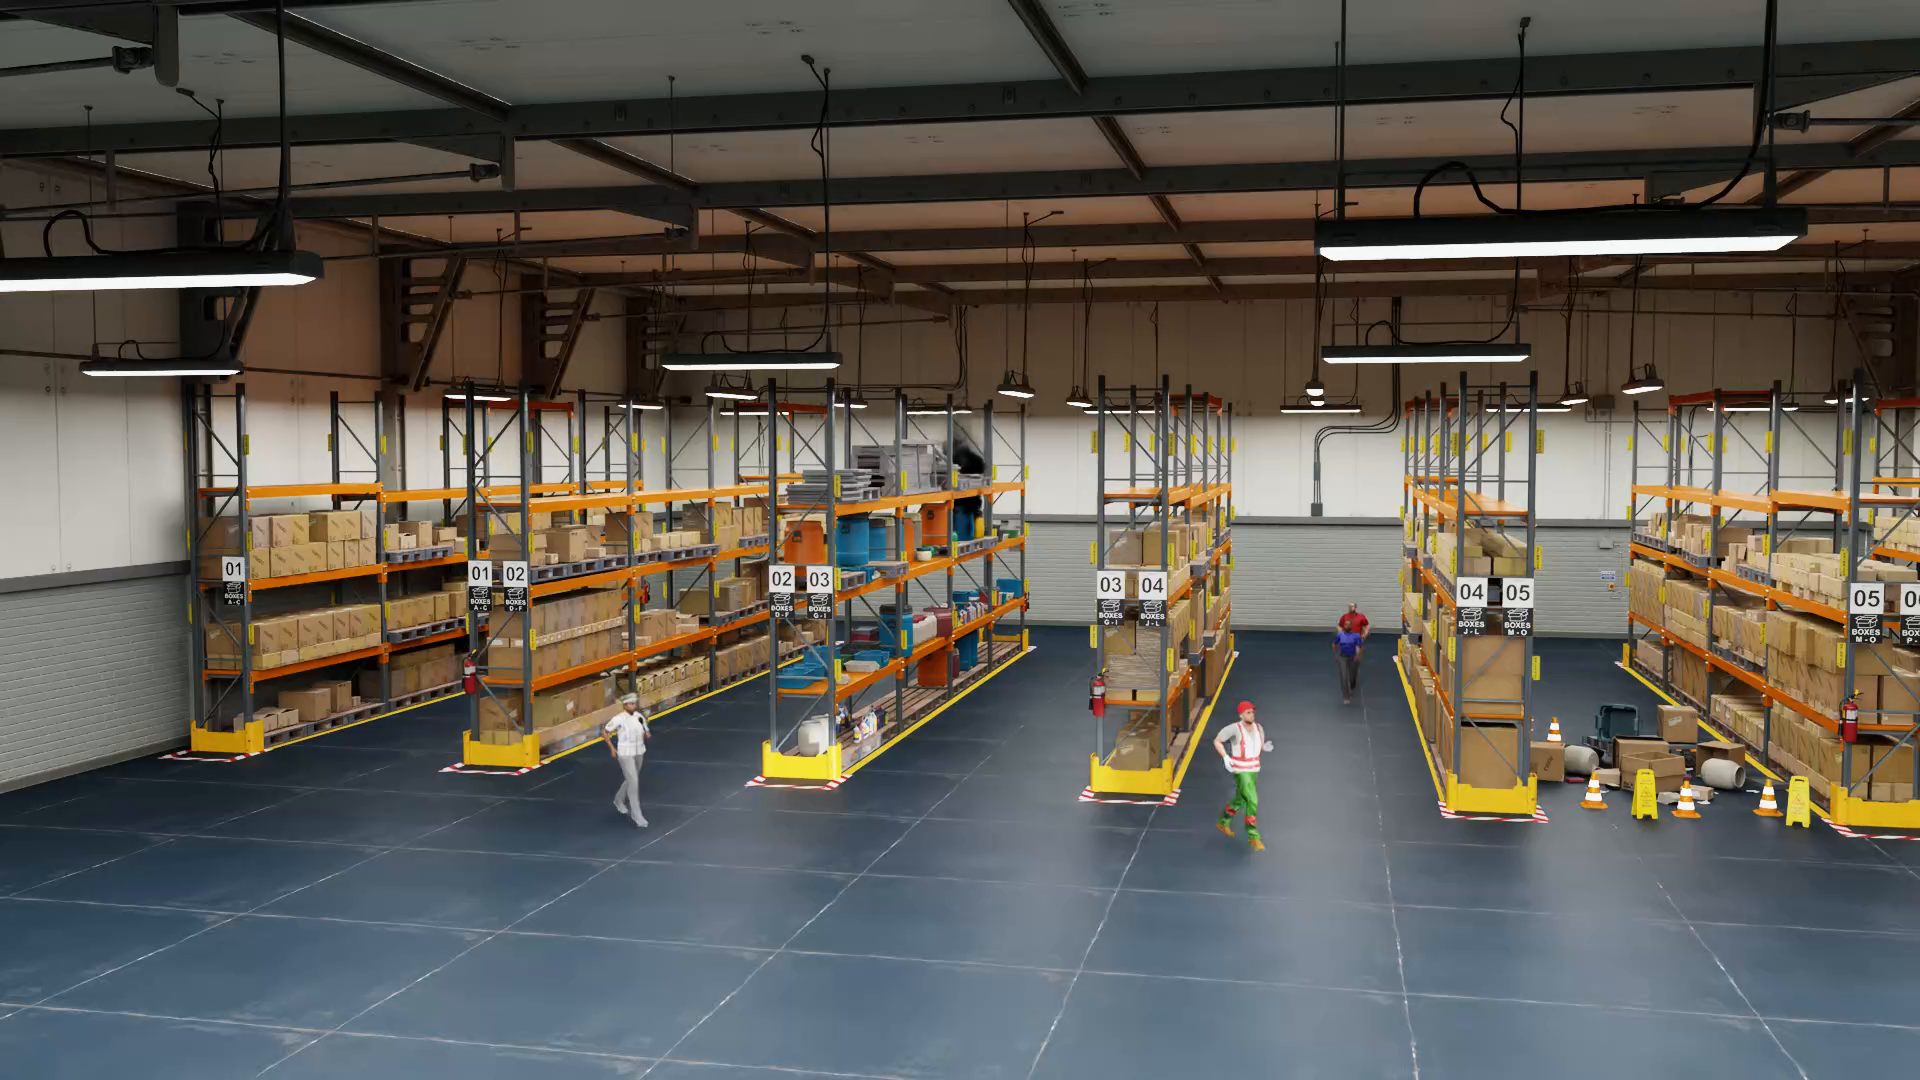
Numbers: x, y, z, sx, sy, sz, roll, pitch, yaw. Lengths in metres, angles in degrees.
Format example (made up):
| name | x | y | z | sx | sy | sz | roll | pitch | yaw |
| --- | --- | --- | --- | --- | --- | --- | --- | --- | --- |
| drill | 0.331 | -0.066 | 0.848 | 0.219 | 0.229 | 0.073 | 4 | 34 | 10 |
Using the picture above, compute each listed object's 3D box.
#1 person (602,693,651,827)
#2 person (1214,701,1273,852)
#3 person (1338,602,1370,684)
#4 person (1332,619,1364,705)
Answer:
| name | x | y | z | sx | sy | sz | roll | pitch | yaw |
| --- | --- | --- | --- | --- | --- | --- | --- | --- | --- |
| person | -4.382 | 2.880 | 22.078 | 0.863 | 1.729 | 0.562 | 3 | 4 | 40 |
| person | 3.557 | 2.918 | 20.808 | 0.609 | 1.836 | 0.856 | -3 | 4 | -39 |
| person | 8.306 | 2.160 | 35.118 | 0.658 | 1.705 | 0.612 | 1 | 3 | 17 |
| person | 7.515 | 2.343 | 32.279 | 0.585 | 1.631 | 0.797 | 1 | 3 | 14 |
